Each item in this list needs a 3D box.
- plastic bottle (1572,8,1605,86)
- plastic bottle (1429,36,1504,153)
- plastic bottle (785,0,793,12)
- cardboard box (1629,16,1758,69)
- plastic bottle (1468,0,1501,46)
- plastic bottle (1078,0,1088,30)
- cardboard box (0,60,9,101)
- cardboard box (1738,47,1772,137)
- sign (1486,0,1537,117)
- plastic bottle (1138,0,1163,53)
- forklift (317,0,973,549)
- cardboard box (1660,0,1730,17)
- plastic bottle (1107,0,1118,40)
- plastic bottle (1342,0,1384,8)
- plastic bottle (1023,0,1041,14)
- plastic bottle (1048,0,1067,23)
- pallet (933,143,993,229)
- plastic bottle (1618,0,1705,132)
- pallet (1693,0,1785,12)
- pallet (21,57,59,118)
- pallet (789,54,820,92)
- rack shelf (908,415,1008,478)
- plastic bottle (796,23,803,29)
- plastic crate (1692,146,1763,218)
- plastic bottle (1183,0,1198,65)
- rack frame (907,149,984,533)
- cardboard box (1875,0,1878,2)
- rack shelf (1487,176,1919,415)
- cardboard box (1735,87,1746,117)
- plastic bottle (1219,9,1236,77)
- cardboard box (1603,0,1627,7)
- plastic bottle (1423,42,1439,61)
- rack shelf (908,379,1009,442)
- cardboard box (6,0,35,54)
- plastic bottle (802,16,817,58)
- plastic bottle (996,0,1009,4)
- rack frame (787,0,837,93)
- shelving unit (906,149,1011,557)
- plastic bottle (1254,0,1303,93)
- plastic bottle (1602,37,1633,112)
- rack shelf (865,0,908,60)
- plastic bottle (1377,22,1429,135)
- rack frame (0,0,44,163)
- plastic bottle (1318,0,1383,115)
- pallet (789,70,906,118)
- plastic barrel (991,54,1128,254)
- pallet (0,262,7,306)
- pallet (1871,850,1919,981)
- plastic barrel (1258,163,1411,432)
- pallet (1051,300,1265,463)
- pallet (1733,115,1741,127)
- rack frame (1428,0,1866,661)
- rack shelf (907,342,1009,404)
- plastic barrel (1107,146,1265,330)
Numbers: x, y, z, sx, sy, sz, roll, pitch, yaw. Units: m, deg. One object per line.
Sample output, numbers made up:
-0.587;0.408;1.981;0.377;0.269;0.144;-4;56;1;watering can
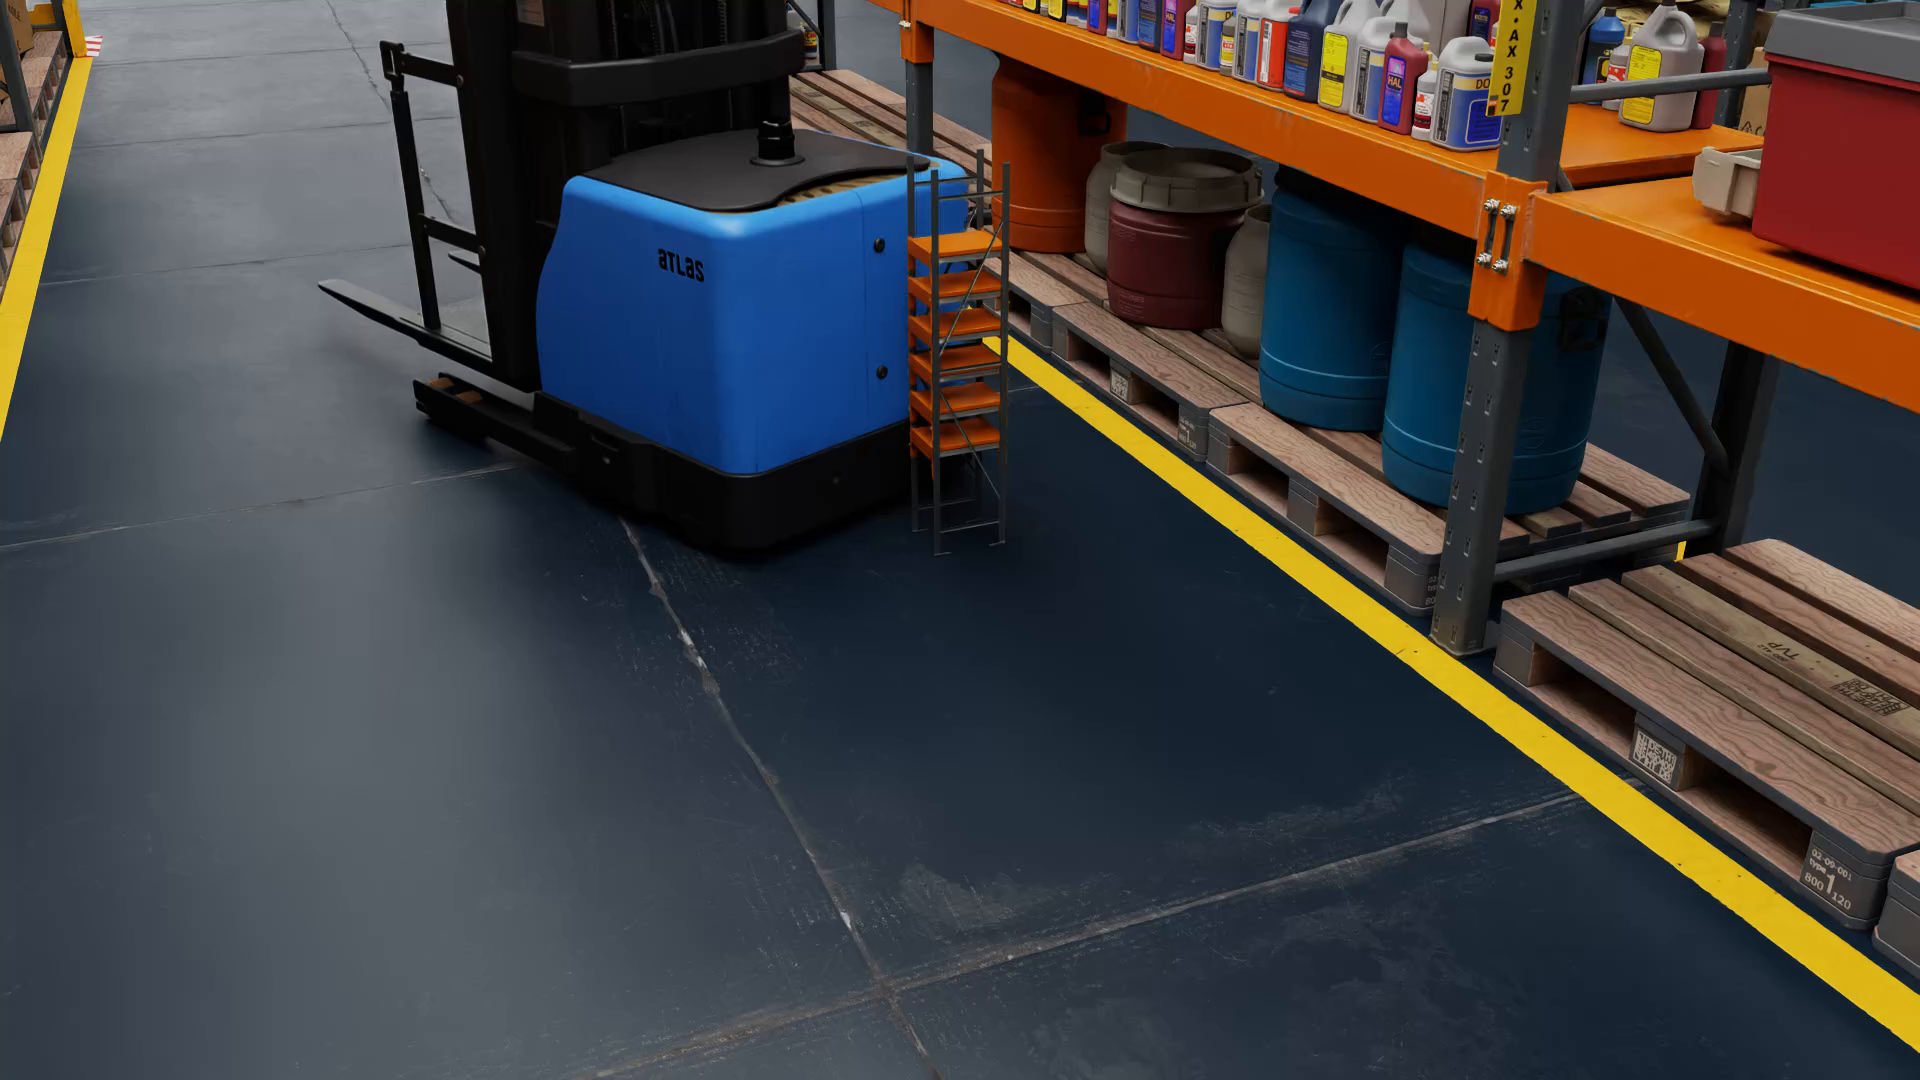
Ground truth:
1.826;-1.472;4.987;0.152;0.276;0.135;-11;28;-21;plastic bottle
1.348;-1.175;4.380;0.152;0.276;0.135;-11;28;-21;plastic bottle
-1.267;-3.762;12.054;0.144;0.351;0.185;-10;28;-19;plastic bottle
4.361;-2.966;9.923;0.500;0.311;0.500;-10;28;-19;cardboard box
1.701;-1.655;5.354;0.061;0.283;0.133;-11;28;-21;plastic bottle
0.488;-2.030;6.135;0.097;0.271;0.097;0;26;0;plastic bottle
-6.241;-2.970;10.284;0.500;0.500;0.500;-2;26;-4;cardboard box
4.708;-2.434;9.163;0.500;0.500;0.500;-9;28;-18;cardboard box
1.293;-1.158;3.888;0.100;0.325;0.005;-11;28;-21;sign
0.708;-1.865;5.707;0.144;0.351;0.185;-11;28;-21;plastic bottle
-1.365;-1.833;5.664;3.031;2.935;1.130;23;34;39;forklift
4.645;-3.270;10.544;0.500;0.311;0.500;-11;28;-22;cardboard box
0.578;-1.937;5.944;0.097;0.271;0.097;0;26;0;plastic bottle
1.199;-1.520;5.000;0.144;0.351;0.185;-11;28;-21;plastic bottle
0.297;-2.211;6.493;0.061;0.283;0.133;-11;28;-21;plastic bottle
0.388;-2.118;6.302;0.061;0.283;0.133;-11;28;-21;plastic bottle
-0.034;-1.809;8.714;1.003;0.211;1.213;-11;28;-21;pallet
1.945;-1.320;4.590;0.144;0.351;0.185;-11;28;-21;plastic bottle
7.487;-5.071;15.397;1.003;0.211;1.213;-11;28;-21;pallet
-6.667;-3.012;11.177;1.003;0.211;1.213;-11;28;-21;pallet
-1.557;-3.383;11.937;1.003;0.211;1.213;-11;28;-21;pallet
-0.006;-0.289;5.124;0.258;0.103;0.180;-11;28;-21;rack shelf
-1.134;-3.584;11.859;0.097;0.201;0.097;0;26;0;plastic bottle
1.851;-0.824;3.750;0.396;0.136;0.243;-11;28;-21;plastic crate
0.794;-1.683;5.505;0.097;0.201;0.097;0;26;0;plastic bottle
-0.042;-0.582;5.074;0.240;1.200;0.006;-11;28;-21;rack frame
8.087;-4.840;14.091;0.700;0.500;0.500;-10;28;-19;cardboard box
2.583;0.003;2.645;1.077;0.370;4.000;-11;28;-21;rack shelf
4.362;-2.716;10.048;0.500;0.250;0.500;-10;28;-19;cardboard box
0.885;-1.589;5.313;0.097;0.201;0.097;0;26;0;plastic bottle
3.957;-3.379;10.768;0.500;0.311;0.500;-11;28;-21;cardboard box
1.313;-1.318;4.758;0.097;0.201;0.097;0;26;0;plastic bottle
-0.006;-0.397;5.071;0.258;0.103;0.180;-11;28;-21;rack shelf
-6.962;-3.696;11.772;0.500;0.500;0.500;-3;26;-7;cardboard box
-1.054;-3.533;11.675;0.097;0.271;0.097;0;26;0;plastic bottle
0.192;-2.319;6.714;0.061;0.283;0.133;-11;28;-21;plastic bottle
-1.333;-4.357;10.755;1.000;3.000;0.127;-11;28;-21;rack frame
-0.006;-0.545;4.999;0.258;1.200;0.189;-11;28;-21;shelving unit
1.008;-1.527;5.099;0.152;0.276;0.135;-11;28;-21;plastic bottle
1.935;-1.357;4.837;0.097;0.201;0.097;0;26;0;plastic bottle
-0.550;-3.227;9.260;1.077;0.370;4.000;-11;28;-21;rack shelf
1.216;-1.264;4.554;0.061;0.283;0.133;-11;28;-21;plastic bottle
-5.890;-3.506;9.012;1.000;3.000;0.127;-11;28;-21;rack frame
1.139;-1.420;4.796;0.144;0.351;0.185;-11;28;-21;plastic bottle
-0.990;-2.794;10.732;1.003;0.211;1.213;-11;28;-21;pallet
0.441;-1.761;7.434;0.600;0.830;0.708;-11;28;-21;plastic barrel
-4.628;-0.954;6.964;1.003;0.211;1.213;-11;28;-21;pallet
2.605;0.909;3.148;1.003;0.211;1.213;-11;28;-21;pallet
1.325;-0.882;5.550;0.600;0.901;0.708;-11;28;-21;plastic barrel
1.055;-0.687;6.415;1.003;0.211;1.213;-11;28;-21;pallet
4.506;-2.678;10.494;1.003;0.211;1.213;-11;28;-21;pallet
1.800;-1.128;4.141;1.000;3.000;0.127;-11;28;-21;rack frame
-0.006;-0.505;5.018;0.258;0.103;0.180;-11;28;-21;rack shelf
0.883;-1.197;6.553;0.600;0.588;0.708;-11;28;-21;plastic barrel
